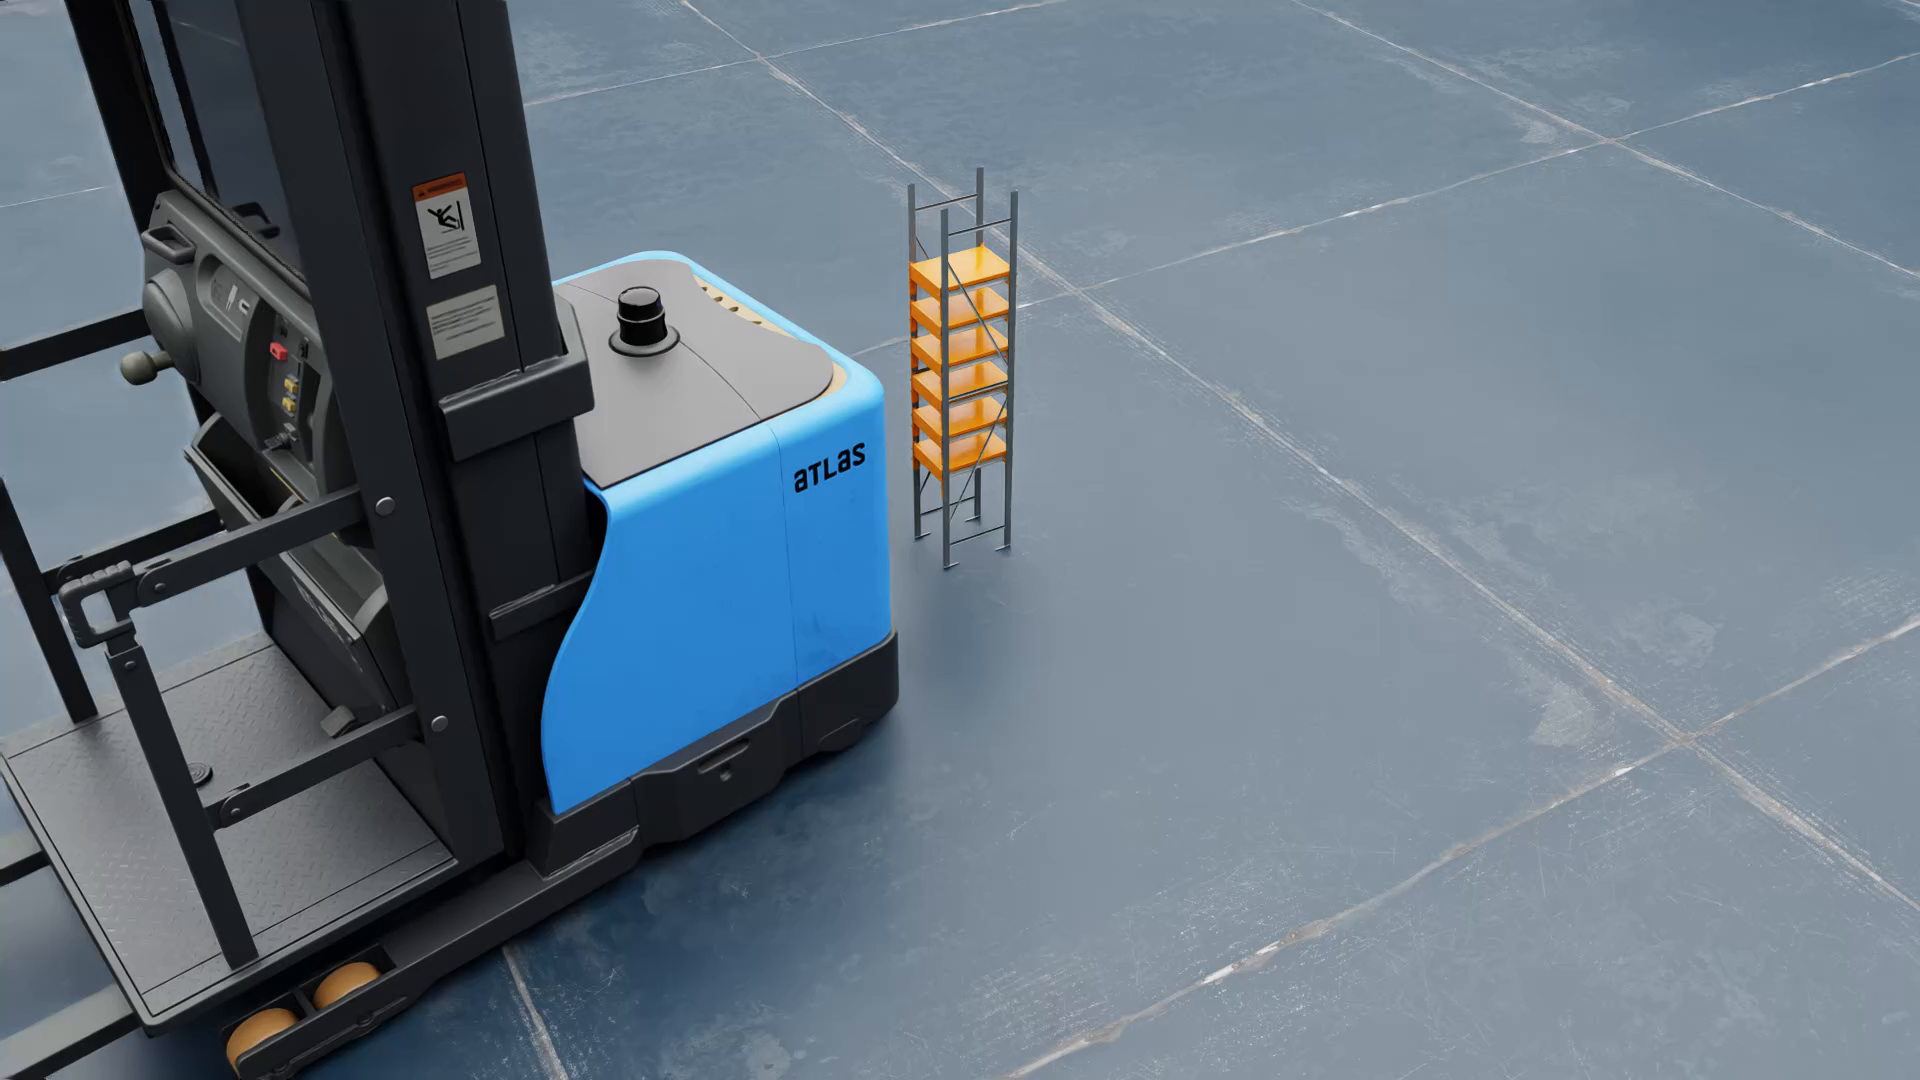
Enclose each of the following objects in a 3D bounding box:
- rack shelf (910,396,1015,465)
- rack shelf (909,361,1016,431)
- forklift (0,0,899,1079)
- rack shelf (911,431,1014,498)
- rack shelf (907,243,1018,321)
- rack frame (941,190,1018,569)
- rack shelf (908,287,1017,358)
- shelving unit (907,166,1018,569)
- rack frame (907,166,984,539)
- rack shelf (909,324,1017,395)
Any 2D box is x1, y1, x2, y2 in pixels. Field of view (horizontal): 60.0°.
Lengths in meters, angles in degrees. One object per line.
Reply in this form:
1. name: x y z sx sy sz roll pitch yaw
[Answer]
1. rack shelf: 0.007 -0.344 4.983 0.258 0.103 0.180 -19 40 -24
2. rack shelf: 0.007 -0.441 4.912 0.258 0.103 0.180 -19 40 -24
3. forklift: -1.611 -0.347 3.240 3.031 2.935 1.130 -27 44 -32
4. rack shelf: 0.007 -0.247 5.054 0.258 0.103 0.180 -19 40 -24
5. rack shelf: 0.007 -0.732 4.700 0.258 0.103 0.180 -19 40 -24
6. rack frame: 0.053 -0.430 4.822 0.240 1.200 0.006 -19 40 -24
7. rack shelf: 0.007 -0.635 4.771 0.258 0.103 0.180 -19 40 -24
8. shelving unit: 0.007 -0.477 4.886 0.258 1.200 0.189 -19 40 -24
9. rack frame: -0.039 -0.524 4.950 0.240 1.200 0.006 -19 40 -24
10. rack shelf: 0.007 -0.538 4.841 0.258 0.103 0.180 -19 40 -24
